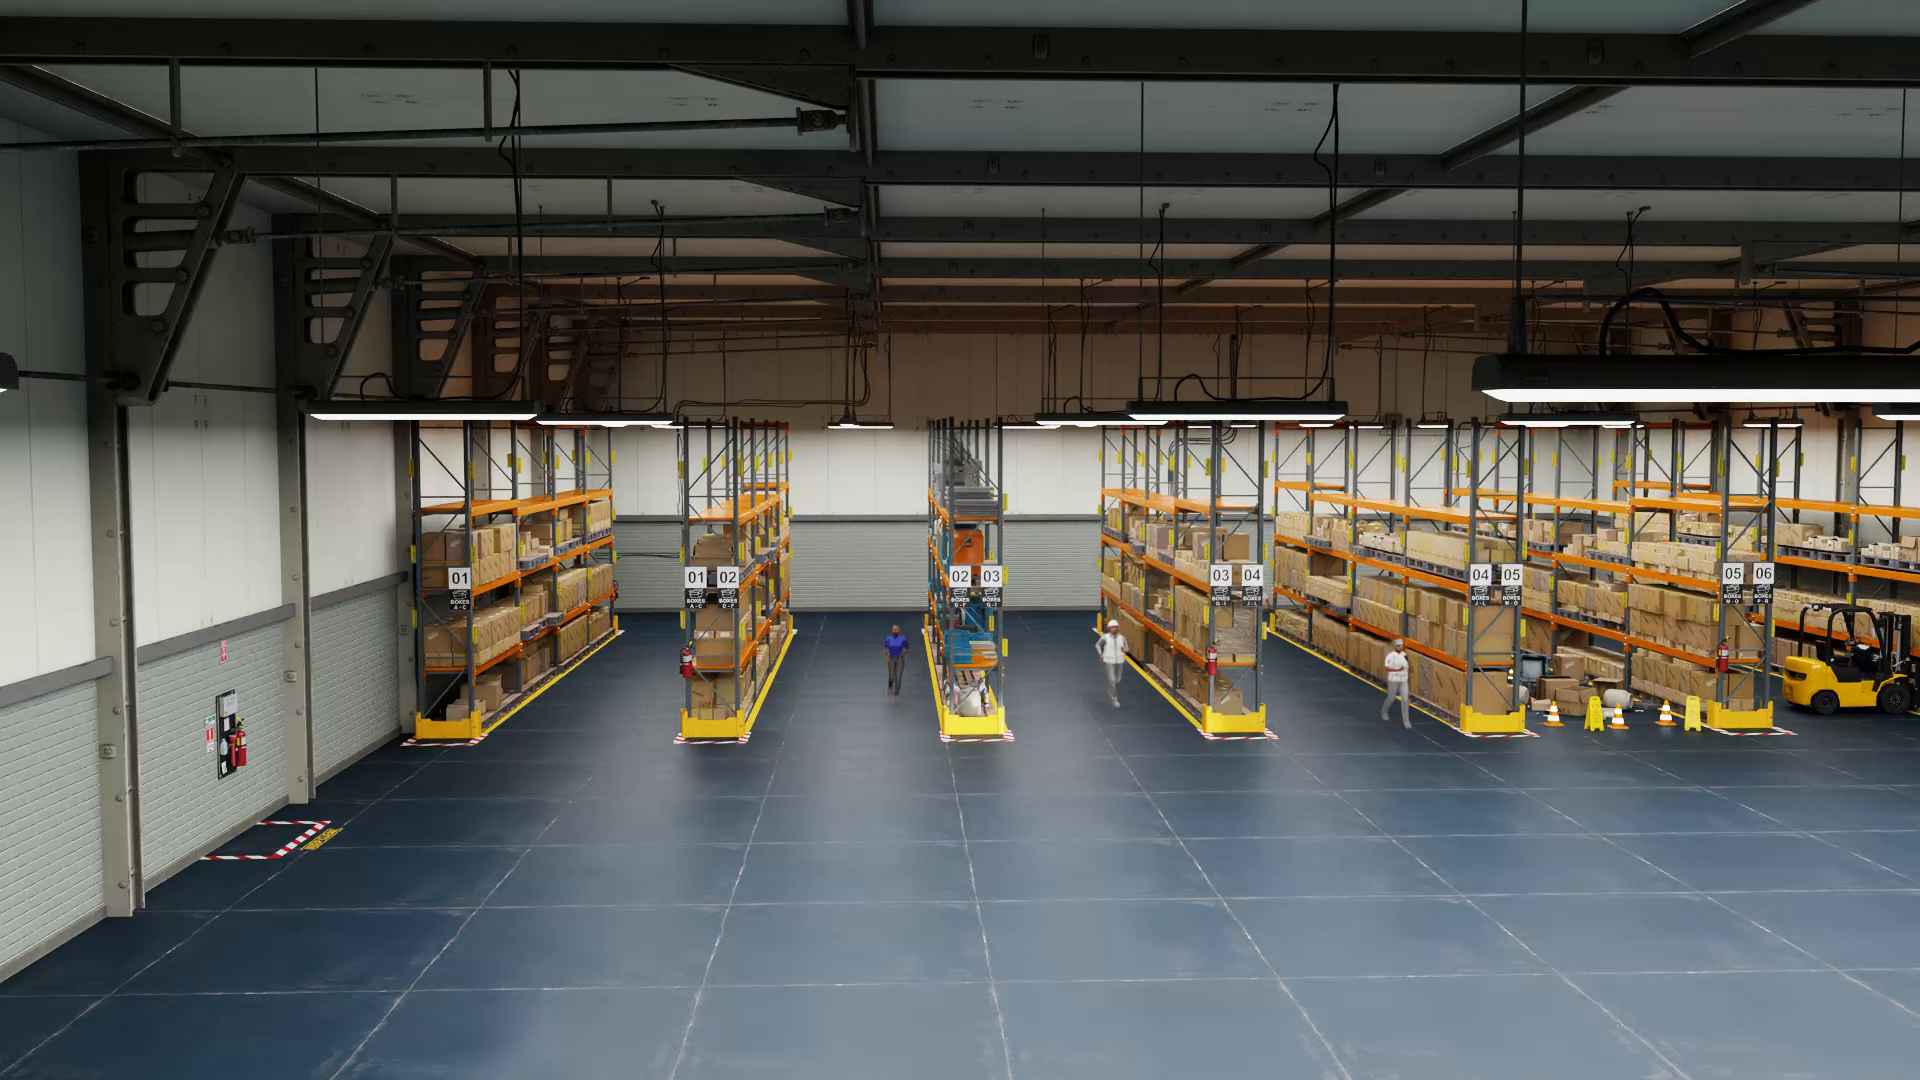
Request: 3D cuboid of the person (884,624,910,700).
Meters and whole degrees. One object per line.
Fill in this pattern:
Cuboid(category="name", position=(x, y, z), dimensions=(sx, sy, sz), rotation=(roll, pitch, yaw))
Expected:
Cuboid(category="person", position=(-1.351, 2.609, 35.425), dimensions=(0.566, 1.623, 0.571), rotation=(0, 4, 0))

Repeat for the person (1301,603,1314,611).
Cuboid(category="person", position=(10.260, 1.738, 49.081), dimensions=(0.742, 1.606, 0.728), rotation=(3, 5, 41))

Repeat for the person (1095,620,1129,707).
Cuboid(category="person", position=(3.204, 2.549, 34.710), dimensions=(0.656, 1.758, 0.969), rotation=(-1, 4, -16))

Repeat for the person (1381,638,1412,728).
Cuboid(category="person", position=(8.504, 2.746, 32.304), dimensions=(0.572, 1.691, 0.934), rotation=(-1, 4, -12))

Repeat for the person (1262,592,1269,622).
Cuboid(category="person", position=(7.853, 1.983, 44.174), dimensions=(0.707, 1.802, 0.757), rotation=(1, 4, 8))
